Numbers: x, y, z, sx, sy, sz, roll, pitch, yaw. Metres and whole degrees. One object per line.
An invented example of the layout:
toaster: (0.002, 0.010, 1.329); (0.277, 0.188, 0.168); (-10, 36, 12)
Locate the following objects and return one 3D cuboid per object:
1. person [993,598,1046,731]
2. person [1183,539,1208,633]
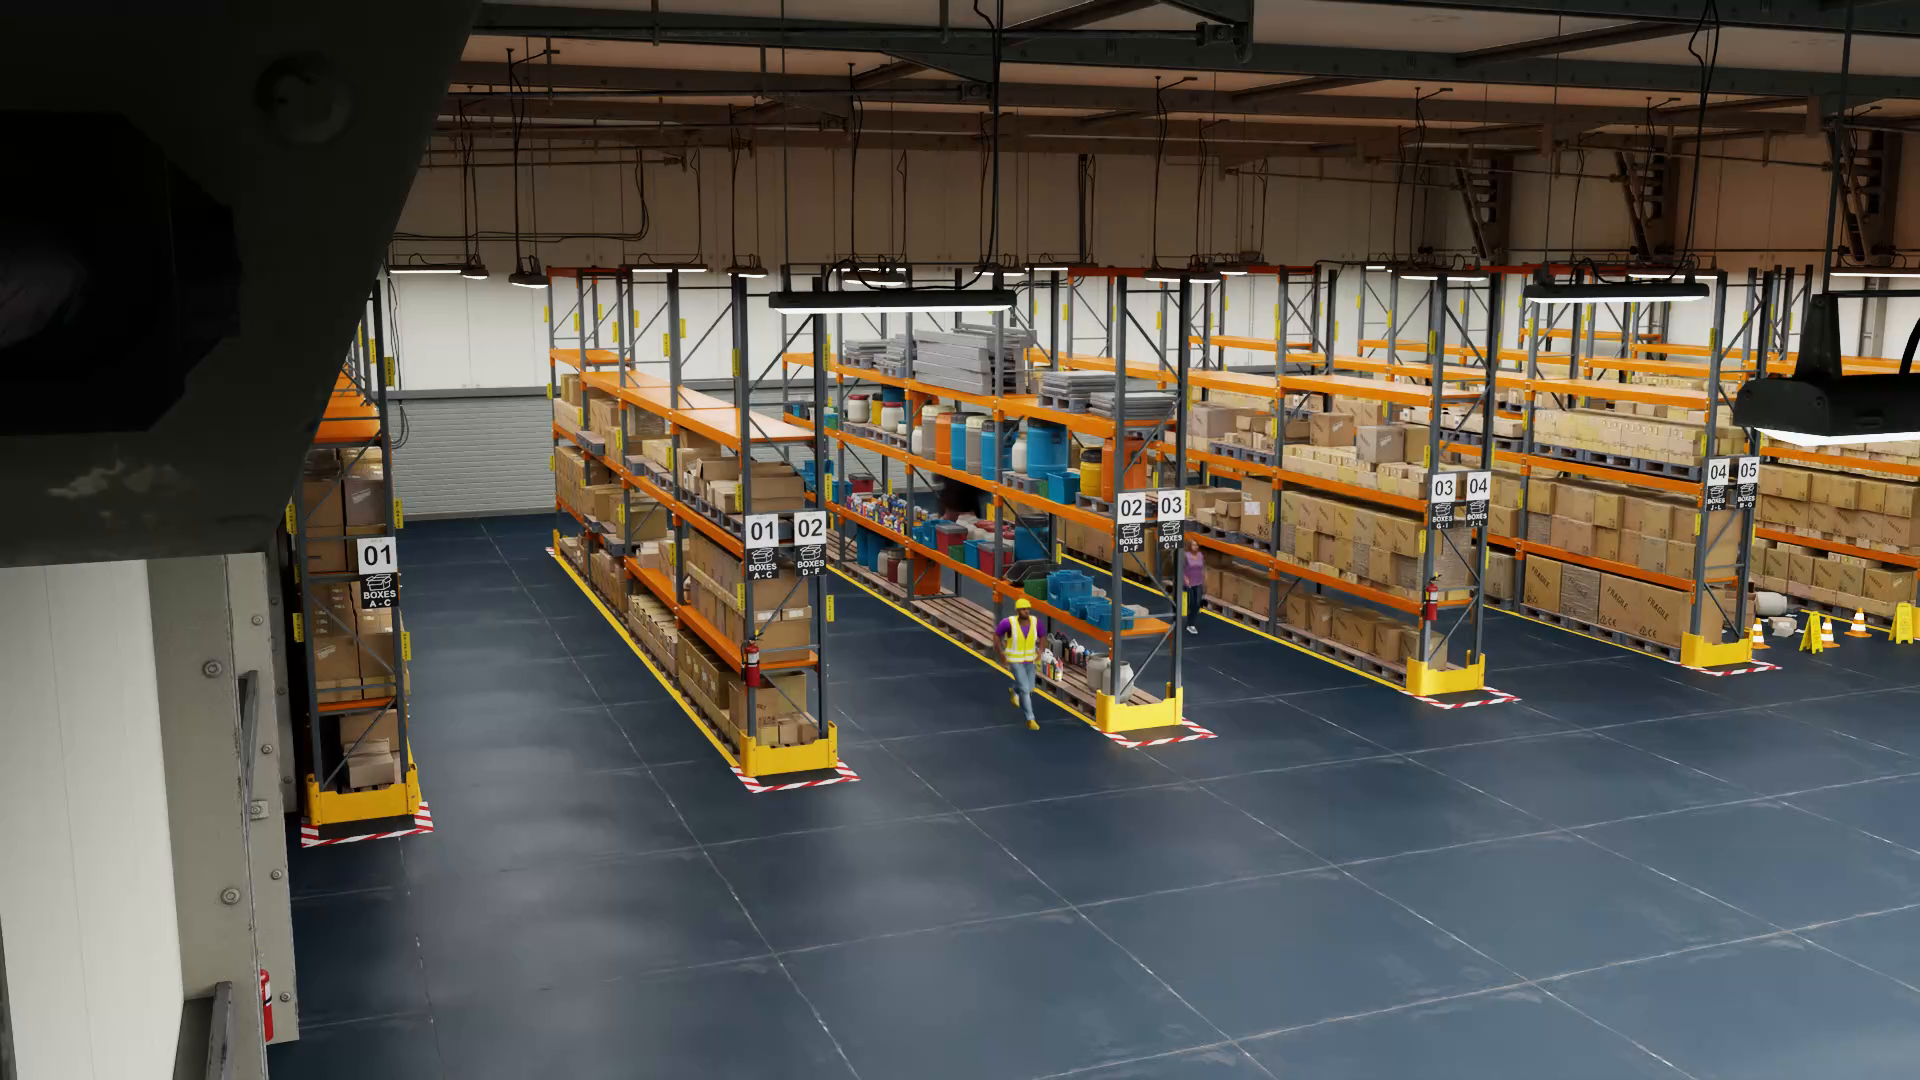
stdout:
person: (0.824, 1.620, 22.396); (0.723, 1.748, 0.913); (-3, 10, -18)
person: (3.861, 0.747, 27.661); (0.533, 1.573, 0.591); (-4, 11, -20)
